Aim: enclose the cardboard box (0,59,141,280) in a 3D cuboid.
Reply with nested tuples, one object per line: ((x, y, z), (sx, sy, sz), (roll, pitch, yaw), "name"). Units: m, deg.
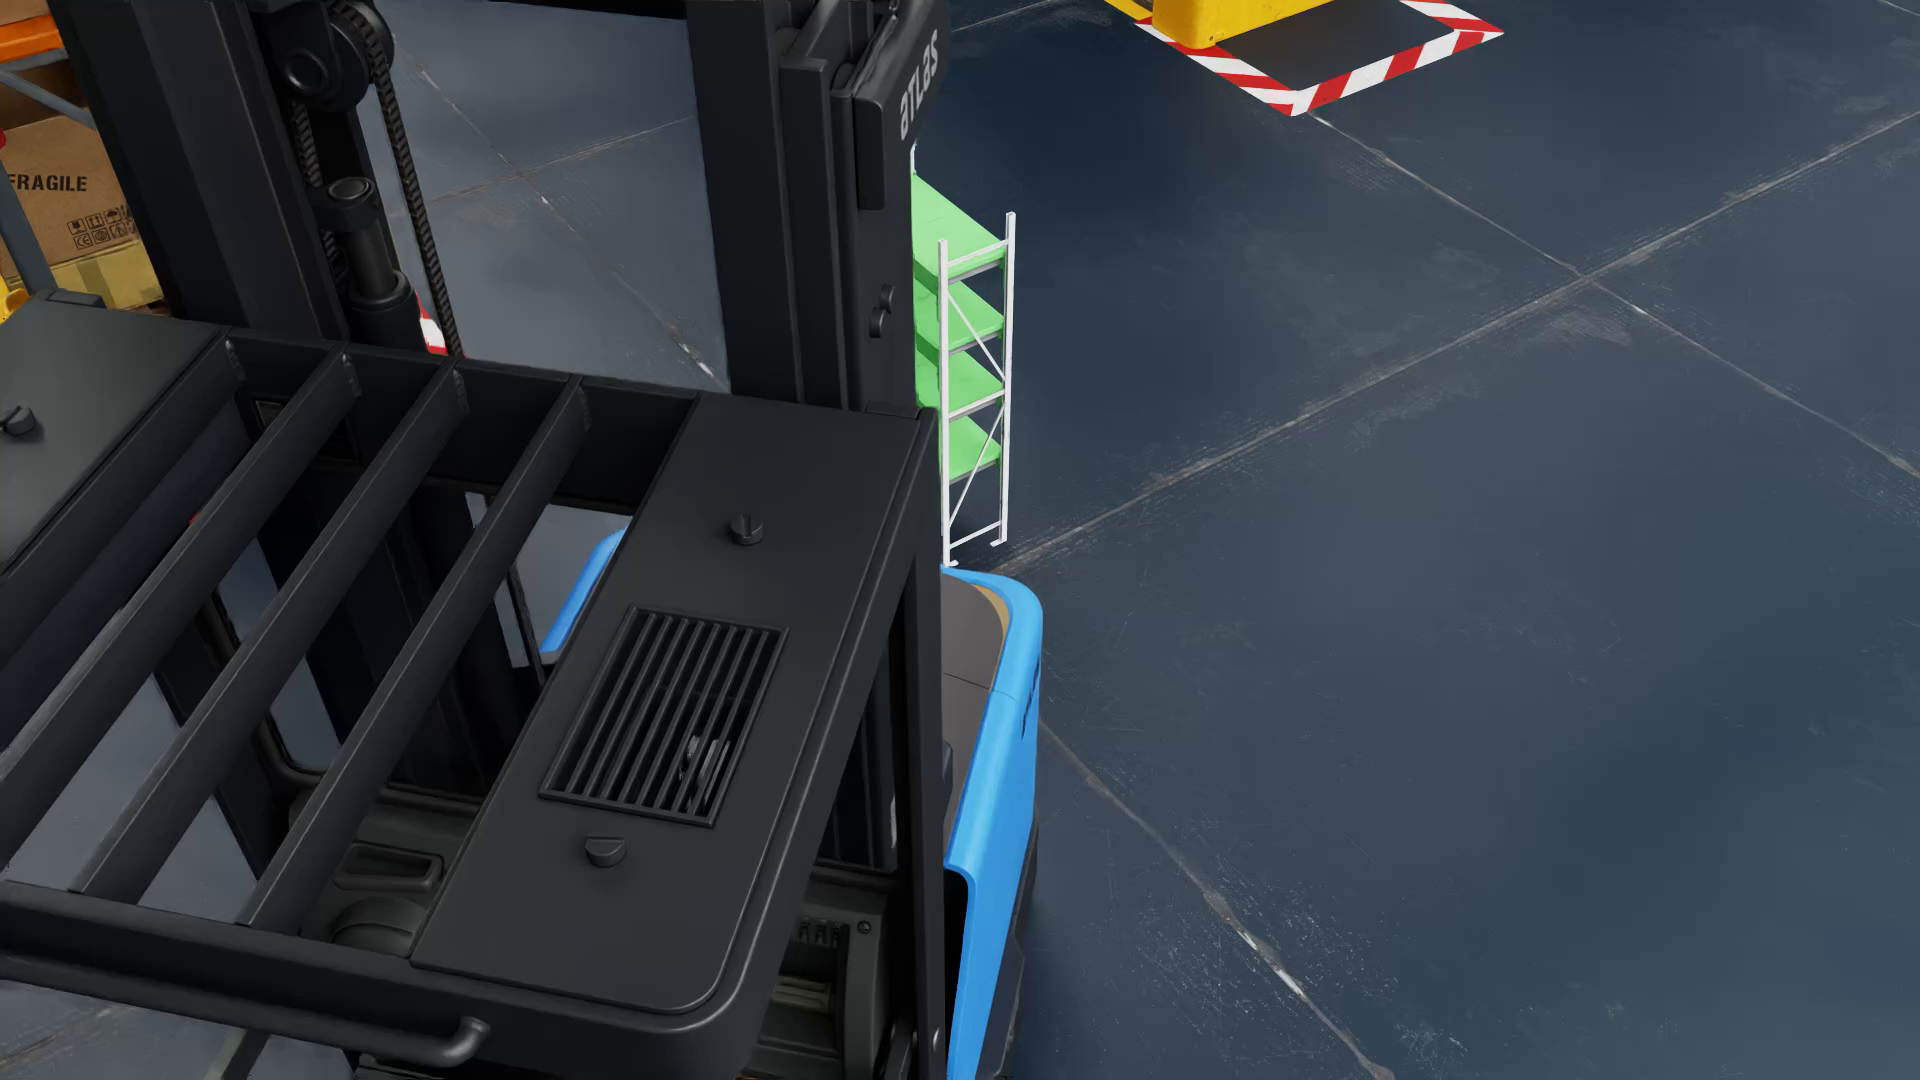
((-3.086, -1.272, 5.555), (0.500, 0.500, 0.500), (-26, 49, -24), "cardboard box")

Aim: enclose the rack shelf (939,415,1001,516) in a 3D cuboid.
((-0.095, -0.308, 5.144), (0.258, 0.148, 0.480), (-26, 49, -24), "rack shelf")

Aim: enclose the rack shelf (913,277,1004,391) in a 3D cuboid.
((-0.095, -0.655, 4.812), (0.258, 0.148, 0.480), (-26, 49, -24), "rack shelf")

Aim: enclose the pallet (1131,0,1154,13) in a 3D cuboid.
((0.988, -3.090, 8.334), (1.003, 0.211, 1.213), (-26, 49, -24), "pallet")

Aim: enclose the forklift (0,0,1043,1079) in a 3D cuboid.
((-0.616, 0.729, 2.363), (1.130, 2.935, 3.031), (8, 44, 9), "forklift")

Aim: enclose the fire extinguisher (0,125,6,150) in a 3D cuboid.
((-2.848, -1.379, 4.578), (0.296, 0.674, 0.183), (-26, 49, -24), "fire extinguisher")

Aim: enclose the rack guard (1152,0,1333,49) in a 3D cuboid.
((1.448, -2.732, 7.750), (1.175, 0.500, 0.348), (-26, 49, -24), "rack guard")

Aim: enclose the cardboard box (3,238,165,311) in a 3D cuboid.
((-3.084, -1.002, 5.814), (0.500, 0.250, 0.500), (-26, 49, -24), "cardboard box")

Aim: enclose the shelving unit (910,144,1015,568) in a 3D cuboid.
((-0.095, -0.528, 4.934), (0.258, 1.200, 0.503), (-26, 49, -24), "shelving unit")

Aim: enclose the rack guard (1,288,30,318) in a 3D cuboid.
((-2.521, -0.740, 5.663), (1.175, 0.500, 0.348), (-26, 49, -24), "rack guard")

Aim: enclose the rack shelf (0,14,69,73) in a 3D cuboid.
((-3.679, -2.530, 6.249), (1.077, 0.370, 4.000), (-26, 49, -24), "rack shelf")

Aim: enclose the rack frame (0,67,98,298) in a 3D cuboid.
((-2.535, -1.658, 4.814), (1.000, 3.000, 0.127), (-26, 49, -24), "rack frame")

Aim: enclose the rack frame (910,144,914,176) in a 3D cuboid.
((-0.234, -0.666, 5.079), (0.240, 1.200, 0.015), (-26, 49, -24), "rack frame")

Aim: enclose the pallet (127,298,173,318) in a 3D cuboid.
((-3.007, -1.066, 6.213), (1.003, 0.211, 1.213), (-26, 49, -24), "pallet")

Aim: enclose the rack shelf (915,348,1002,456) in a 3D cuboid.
((-0.095, -0.482, 4.978), (0.258, 0.148, 0.480), (-26, 49, -24), "rack shelf")

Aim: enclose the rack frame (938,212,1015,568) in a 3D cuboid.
((0.045, -0.390, 4.789), (0.240, 1.200, 0.015), (-26, 49, -24), "rack frame")

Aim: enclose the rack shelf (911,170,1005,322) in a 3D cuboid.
((-0.095, -0.829, 4.647), (0.258, 0.148, 0.480), (-26, 49, -24), "rack shelf")
